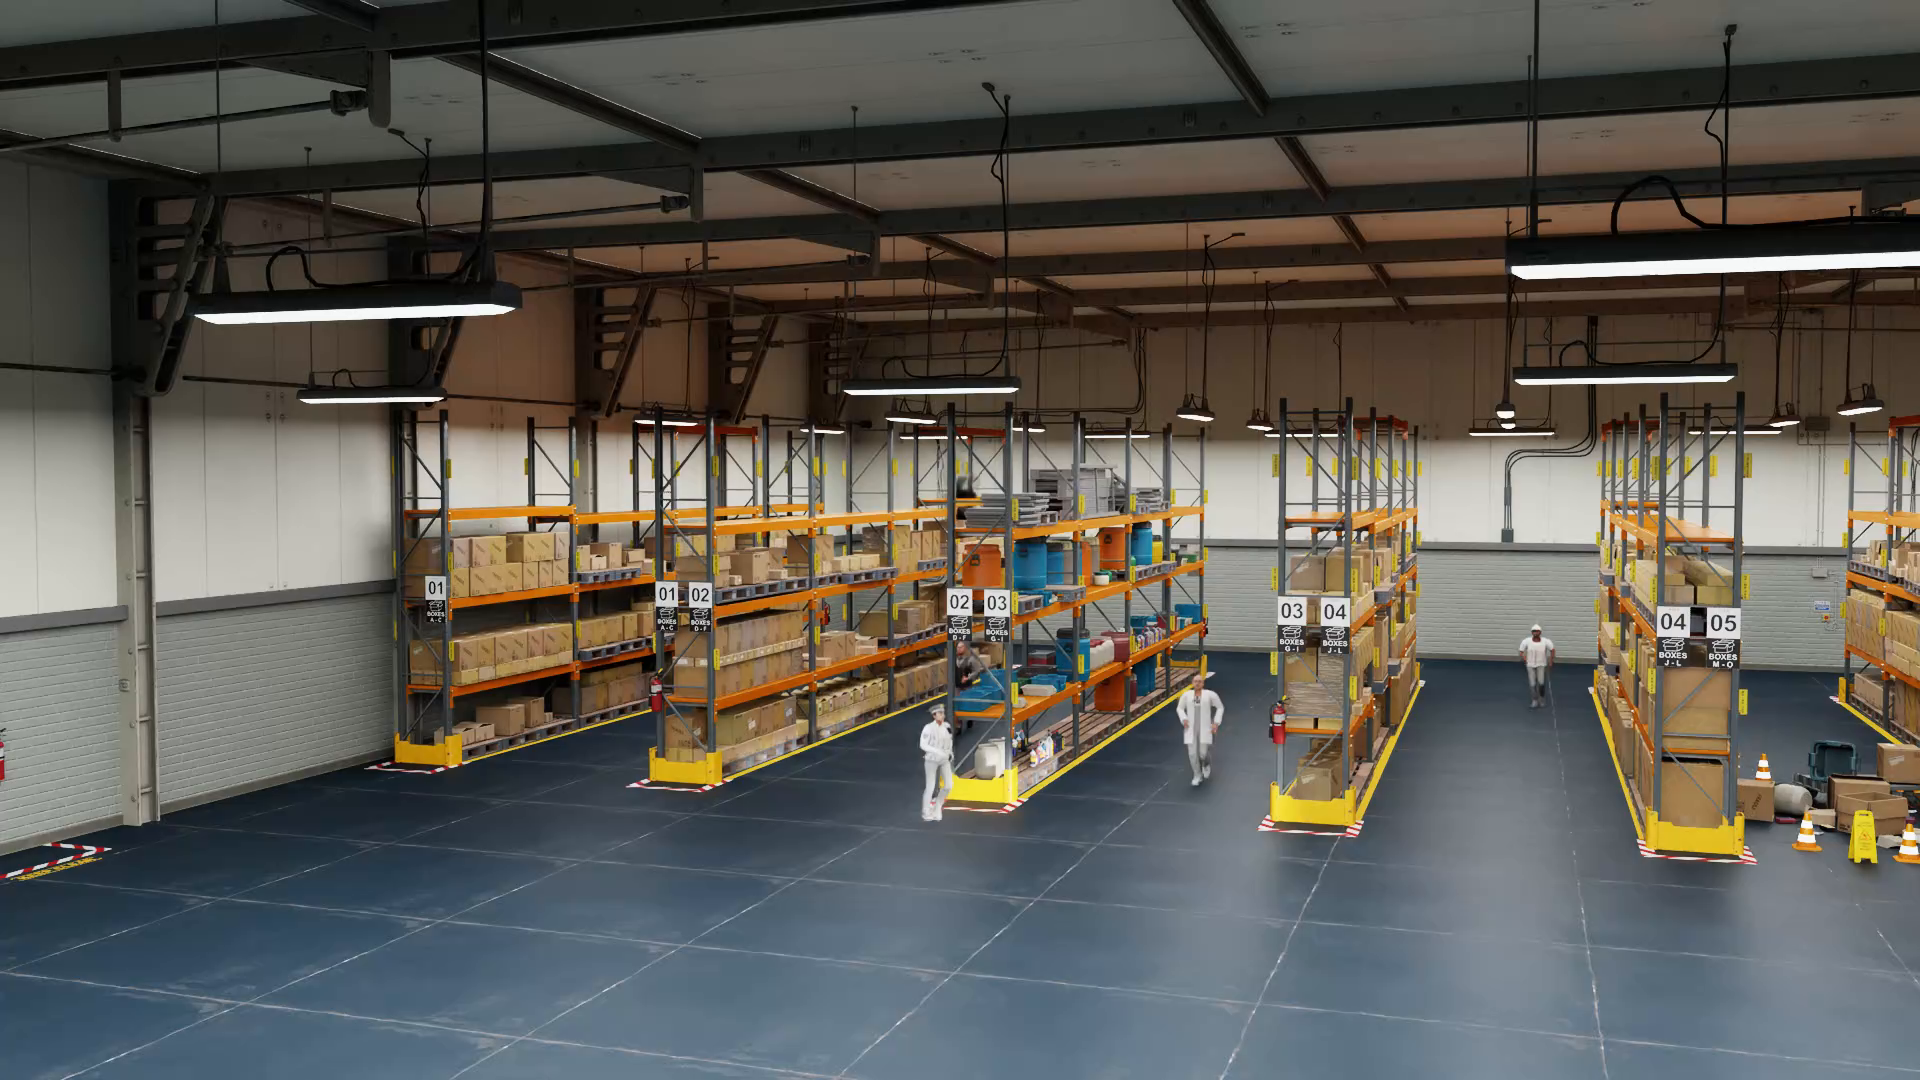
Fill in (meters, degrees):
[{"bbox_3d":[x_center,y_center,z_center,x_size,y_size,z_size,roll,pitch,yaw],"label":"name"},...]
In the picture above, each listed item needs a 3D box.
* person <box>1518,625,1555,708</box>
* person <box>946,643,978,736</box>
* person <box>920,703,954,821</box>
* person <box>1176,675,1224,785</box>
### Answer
[{"bbox_3d":[12.009,2.641,34.716,0.687,1.743,0.628,1,3,23],"label":"person"},{"bbox_3d":[0.022,2.799,31.458,0.669,1.716,0.767,1,3,14],"label":"person"},{"bbox_3d":[-0.281,3.153,23.582,0.629,1.669,0.618,-1,3,-27],"label":"person"},{"bbox_3d":[3.799,3.006,26.403,0.738,1.738,0.667,1,3,16],"label":"person"}]
